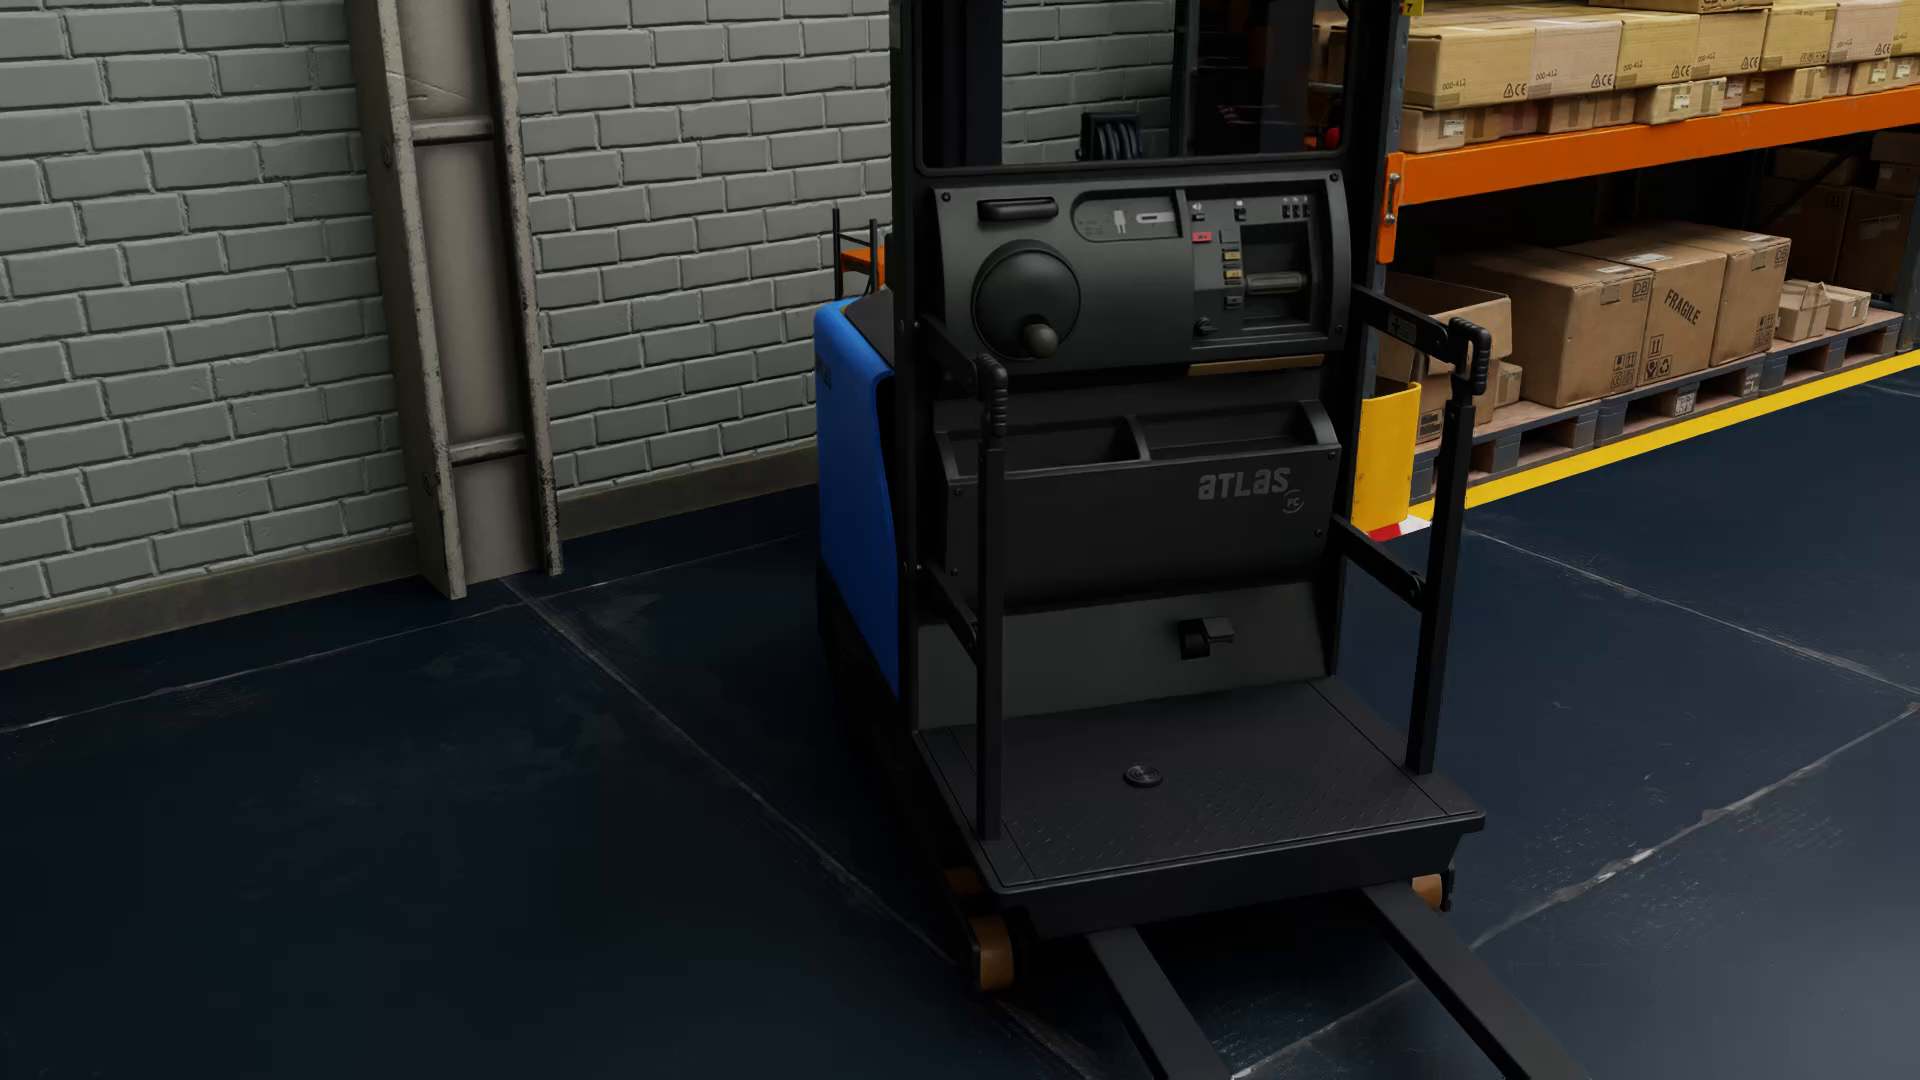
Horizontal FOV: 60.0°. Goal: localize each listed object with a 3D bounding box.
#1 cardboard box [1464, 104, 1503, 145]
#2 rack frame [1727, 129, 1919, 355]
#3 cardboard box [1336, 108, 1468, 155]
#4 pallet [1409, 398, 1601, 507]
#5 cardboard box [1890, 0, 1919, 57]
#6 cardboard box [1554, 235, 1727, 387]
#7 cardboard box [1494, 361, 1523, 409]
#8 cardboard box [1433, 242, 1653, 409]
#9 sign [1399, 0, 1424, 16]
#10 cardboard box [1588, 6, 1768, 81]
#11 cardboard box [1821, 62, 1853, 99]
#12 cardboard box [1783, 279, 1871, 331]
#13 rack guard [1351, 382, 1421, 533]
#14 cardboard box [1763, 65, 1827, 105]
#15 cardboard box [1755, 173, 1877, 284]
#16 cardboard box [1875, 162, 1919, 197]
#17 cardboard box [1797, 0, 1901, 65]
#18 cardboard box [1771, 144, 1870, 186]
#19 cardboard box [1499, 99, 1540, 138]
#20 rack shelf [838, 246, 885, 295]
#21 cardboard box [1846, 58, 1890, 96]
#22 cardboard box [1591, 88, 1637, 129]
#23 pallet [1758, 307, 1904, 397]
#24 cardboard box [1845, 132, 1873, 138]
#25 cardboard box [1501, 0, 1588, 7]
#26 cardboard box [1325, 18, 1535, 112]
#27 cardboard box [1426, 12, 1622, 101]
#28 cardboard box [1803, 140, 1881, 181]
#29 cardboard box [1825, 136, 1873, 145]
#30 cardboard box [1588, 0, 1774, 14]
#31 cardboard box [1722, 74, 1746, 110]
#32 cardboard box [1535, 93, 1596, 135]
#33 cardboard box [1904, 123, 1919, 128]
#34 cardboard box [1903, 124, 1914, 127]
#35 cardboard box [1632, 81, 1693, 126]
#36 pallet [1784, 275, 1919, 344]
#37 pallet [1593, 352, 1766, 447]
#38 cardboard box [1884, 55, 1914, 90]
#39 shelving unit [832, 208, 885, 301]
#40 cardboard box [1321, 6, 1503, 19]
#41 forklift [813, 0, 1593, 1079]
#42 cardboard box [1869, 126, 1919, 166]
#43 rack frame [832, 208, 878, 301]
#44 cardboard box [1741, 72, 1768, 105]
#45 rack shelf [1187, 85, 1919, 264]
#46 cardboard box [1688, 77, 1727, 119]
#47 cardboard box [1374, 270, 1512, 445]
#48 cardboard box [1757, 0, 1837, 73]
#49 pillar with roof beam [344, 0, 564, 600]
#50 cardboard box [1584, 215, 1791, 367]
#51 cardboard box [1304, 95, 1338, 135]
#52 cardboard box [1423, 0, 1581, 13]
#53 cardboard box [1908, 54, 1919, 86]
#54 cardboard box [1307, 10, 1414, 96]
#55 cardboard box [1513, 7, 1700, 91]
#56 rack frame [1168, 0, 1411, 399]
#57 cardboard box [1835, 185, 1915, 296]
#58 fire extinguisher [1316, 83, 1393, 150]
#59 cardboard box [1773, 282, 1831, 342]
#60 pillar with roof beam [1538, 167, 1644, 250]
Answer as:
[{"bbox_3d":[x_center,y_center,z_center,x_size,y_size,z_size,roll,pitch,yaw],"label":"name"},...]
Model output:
[{"bbox_3d":[1.735,-1.540,6.047,0.250,0.149,0.380,-14,26,-32],"label":"cardboard box"},{"bbox_3d":[4.376,-2.465,8.026,0.127,3.000,1.000,-15,26,-33],"label":"rack frame"},{"bbox_3d":[1.556,-1.471,5.875,0.250,0.149,0.380,-15,26,-33],"label":"cardboard box"},{"bbox_3d":[1.837,-0.493,6.848,1.213,0.211,1.003,-15,26,-33],"label":"pallet"},{"bbox_3d":[4.105,-2.350,7.539,0.500,0.250,0.500,-14,26,-32],"label":"cardboard box"},{"bbox_3d":[2.885,-0.995,7.148,0.500,0.500,0.500,-14,26,-32],"label":"cardboard box"},{"bbox_3d":[2.048,-0.654,6.768,0.250,0.149,0.380,-16,27,-35],"label":"cardboard box"},{"bbox_3d":[2.397,-0.910,6.937,0.500,0.500,0.700,-14,26,-31],"label":"cardboard box"},{"bbox_3d":[1.446,-1.838,5.287,0.005,0.325,0.100,-15,26,-33],"label":"sign"},{"bbox_3d":[2.876,-2.022,6.717,0.500,0.250,0.500,-16,27,-34],"label":"cardboard box"},{"bbox_3d":[3.640,-2.028,7.271,0.250,0.149,0.380,-14,26,-31],"label":"cardboard box"},{"bbox_3d":[4.095,-1.127,7.953,0.250,0.149,0.380,-16,27,-34],"label":"cardboard box"},{"bbox_3d":[1.190,-0.455,6.361,0.348,0.500,1.175,-15,26,-33],"label":"rack guard"},{"bbox_3d":[3.449,-1.964,7.111,0.250,0.149,0.380,-15,26,-34],"label":"cardboard box"},{"bbox_3d":[4.601,-1.694,8.901,0.500,0.500,0.500,-15,26,-33],"label":"cardboard box"},{"bbox_3d":[4.822,-1.798,8.285,0.250,0.149,0.380,-14,25,-30],"label":"cardboard box"},{"bbox_3d":[3.707,-2.237,7.256,0.500,0.250,0.500,-15,26,-33],"label":"cardboard box"},{"bbox_3d":[4.506,-1.967,8.708,0.250,0.149,0.380,-16,27,-35],"label":"cardboard box"},{"bbox_3d":[1.928,-1.607,6.216,0.250,0.149,0.380,-15,26,-34],"label":"cardboard box"},{"bbox_3d":[-0.134,-0.886,5.439,0.480,0.148,0.258,-15,26,-33],"label":"rack shelf"},{"bbox_3d":[3.869,-2.077,7.393,0.250,0.149,0.380,-14,26,-31],"label":"cardboard box"},{"bbox_3d":[2.381,-1.703,6.455,0.250,0.149,0.380,-14,26,-32],"label":"cardboard box"},{"bbox_3d":[3.818,-1.021,8.171,1.213,0.211,1.003,-15,26,-33],"label":"pallet"},{"bbox_3d":[5.101,-2.144,9.152,0.250,0.149,0.380,-16,27,-35],"label":"cardboard box"},{"bbox_3d":[2.596,-2.177,7.106,0.500,0.250,0.500,-15,26,-33],"label":"cardboard box"},{"bbox_3d":[1.654,-1.685,5.872,0.500,0.250,0.500,-15,26,-33],"label":"cardboard box"},{"bbox_3d":[2.063,-1.794,6.146,0.500,0.250,0.500,-15,26,-32],"label":"cardboard box"},{"bbox_3d":[4.716,-2.025,8.855,0.250,0.149,0.380,-15,26,-33],"label":"cardboard box"},{"bbox_3d":[4.909,-2.080,8.993,0.250,0.149,0.380,-15,26,-32],"label":"cardboard box"},{"bbox_3d":[2.872,-2.358,6.547,0.500,0.500,0.500,-14,26,-32],"label":"cardboard box"},{"bbox_3d":[3.001,-1.875,6.886,0.250,0.149,0.380,-15,26,-33],"label":"cardboard box"},{"bbox_3d":[2.169,-1.644,6.307,0.250,0.149,0.380,-14,26,-31],"label":"cardboard box"},{"bbox_3d":[5.005,-2.007,8.407,0.250,0.149,0.380,-16,27,-35],"label":"cardboard box"},{"bbox_3d":[5.532,-2.260,9.443,0.250,0.149,0.380,-14,26,-32],"label":"cardboard box"},{"bbox_3d":[2.630,-1.735,6.536,0.250,0.149,0.380,-16,27,-34],"label":"cardboard box"},{"bbox_3d":[5.014,-1.357,9.013,1.213,0.211,1.003,-15,26,-33],"label":"pallet"},{"bbox_3d":[2.826,-0.756,7.506,1.213,0.211,1.003,-15,26,-33],"label":"pallet"},{"bbox_3d":[4.066,-2.140,7.552,0.250,0.149,0.380,-14,26,-31],"label":"cardboard box"},{"bbox_3d":[-0.134,-0.521,5.584,0.503,1.200,0.258,-15,26,-33],"label":"shelving unit"},{"bbox_3d":[1.766,-1.958,6.558,0.500,0.250,0.500,-15,26,-33],"label":"cardboard box"},{"bbox_3d":[0.462,-0.568,3.365,1.130,2.935,3.031,-6,23,-15],"label":"forklift"},{"bbox_3d":[4.787,-1.954,8.276,0.250,0.149,0.380,-15,26,-34],"label":"cardboard box"},{"bbox_3d":[-0.332,-0.469,5.452,0.015,1.200,0.240,-15,26,-33],"label":"rack frame"},{"bbox_3d":[3.174,-1.942,7.055,0.250,0.149,0.380,-14,26,-32],"label":"cardboard box"},{"bbox_3d":[2.752,-1.698,7.075,4.000,0.370,1.077,-15,26,-33],"label":"rack shelf"},{"bbox_3d":[2.832,-1.798,6.694,0.250,0.149,0.380,-14,26,-32],"label":"cardboard box"},{"bbox_3d":[1.680,-0.739,6.502,0.637,0.503,0.797,-16,27,-35],"label":"cardboard box"},{"bbox_3d":[3.294,-2.133,6.995,0.500,0.250,0.500,-15,26,-33],"label":"cardboard box"},{"bbox_3d":[0.928,-2.778,0.716,0.400,9.000,9.100,-15,26,-33],"label":"pillar with roof beam"},{"bbox_3d":[3.240,-1.135,7.500,0.500,0.500,0.700,-16,27,-35],"label":"cardboard box"},{"bbox_3d":[1.241,-1.635,6.285,0.250,0.149,0.380,-15,26,-33],"label":"cardboard box"},{"bbox_3d":[2.171,-2.064,6.823,0.500,0.250,0.500,-14,26,-31],"label":"cardboard box"},{"bbox_3d":[4.264,-2.203,7.709,0.250,0.149,0.380,-15,26,-32],"label":"cardboard box"},{"bbox_3d":[1.347,-1.847,6.279,0.500,0.250,0.500,-14,26,-31],"label":"cardboard box"},{"bbox_3d":[2.473,-1.905,6.423,0.500,0.250,0.500,-16,26,-34],"label":"cardboard box"},{"bbox_3d":[1.129,-1.599,5.856,0.127,3.000,1.000,-15,26,-33],"label":"rack frame"},{"bbox_3d":[4.900,-1.536,8.504,0.500,0.500,0.500,-14,25,-31],"label":"cardboard box"},{"bbox_3d":[1.279,-1.219,5.512,0.183,0.674,0.296,-15,26,-33],"label":"fire extinguisher"},{"bbox_3d":[3.805,-1.104,7.738,0.258,0.266,0.396,-14,26,-31],"label":"cardboard box"},{"bbox_3d":[5.798,-4.077,3.971,0.400,9.000,9.100,-15,26,-33],"label":"pillar with roof beam"}]
